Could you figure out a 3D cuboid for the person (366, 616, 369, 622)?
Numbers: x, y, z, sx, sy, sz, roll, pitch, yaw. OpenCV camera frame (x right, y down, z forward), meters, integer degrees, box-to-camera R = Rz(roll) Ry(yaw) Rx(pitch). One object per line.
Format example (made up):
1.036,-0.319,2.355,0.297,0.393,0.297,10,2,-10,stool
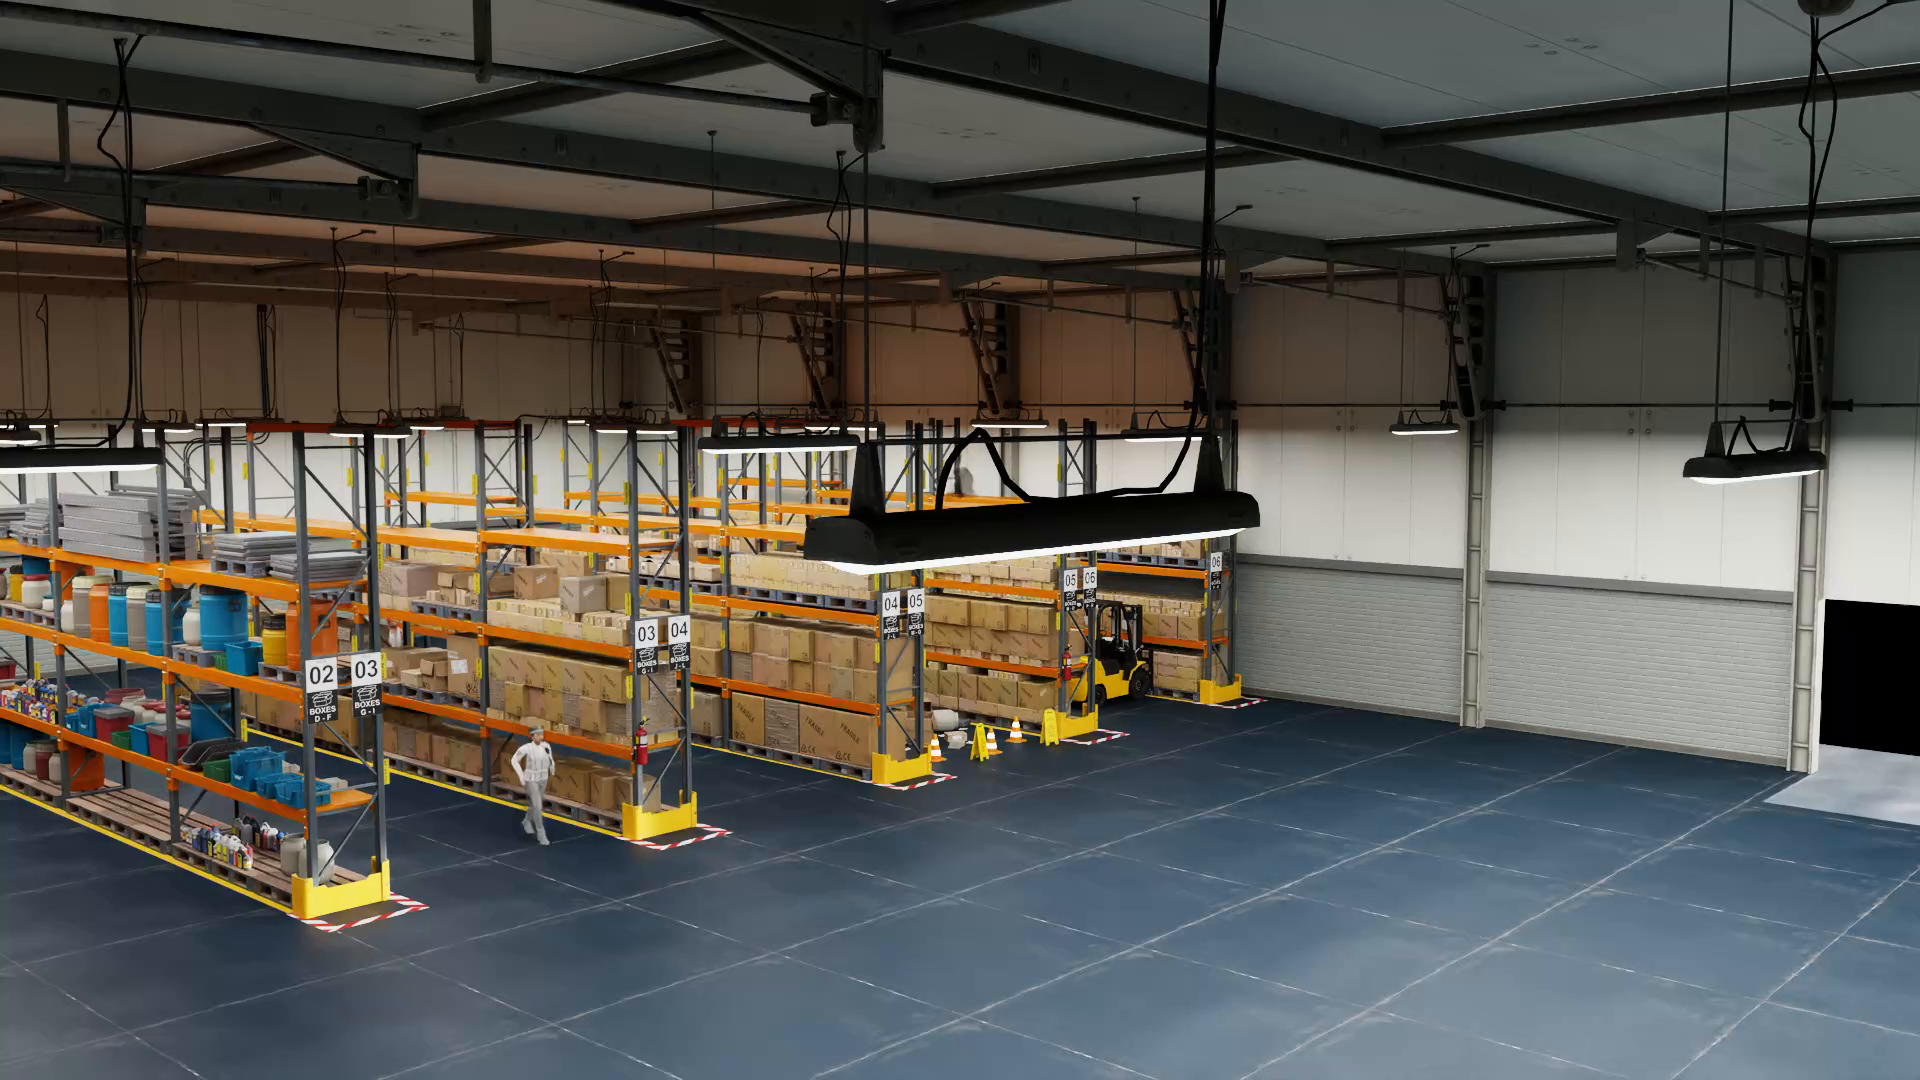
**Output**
-12.996,2.502,36.594,0.589,1.668,0.785,-4,6,-43,person

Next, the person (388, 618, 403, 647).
-12.188,2.517,35.797,0.743,1.823,0.648,4,6,40,person

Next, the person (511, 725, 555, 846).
-6.169,3.524,24.137,0.823,1.741,0.594,5,6,44,person
